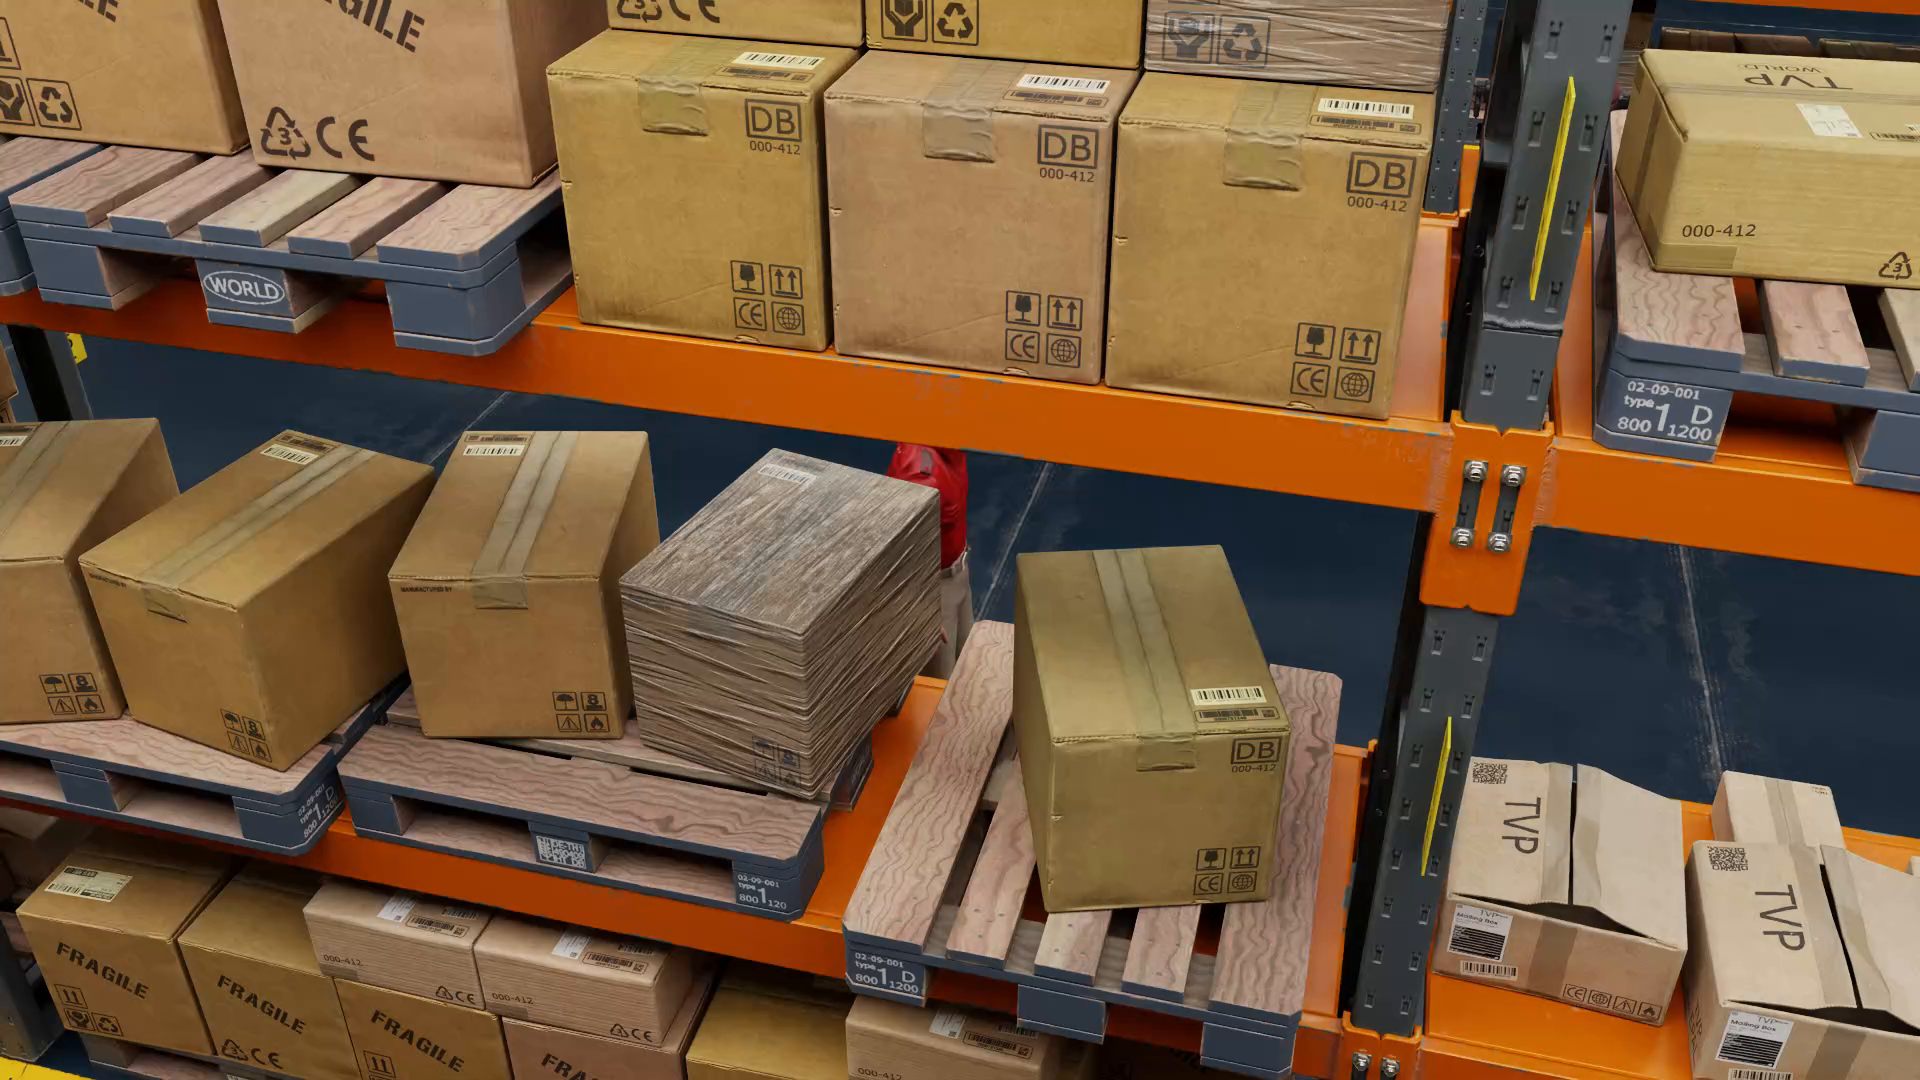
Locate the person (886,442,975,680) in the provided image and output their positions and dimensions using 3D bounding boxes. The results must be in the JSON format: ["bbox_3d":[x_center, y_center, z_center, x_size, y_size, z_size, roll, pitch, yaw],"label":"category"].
[{"bbox_3d":[-0.090,0.170,5.885,0.394,1.726,0.604,6,33,10],"label":"person"}]
